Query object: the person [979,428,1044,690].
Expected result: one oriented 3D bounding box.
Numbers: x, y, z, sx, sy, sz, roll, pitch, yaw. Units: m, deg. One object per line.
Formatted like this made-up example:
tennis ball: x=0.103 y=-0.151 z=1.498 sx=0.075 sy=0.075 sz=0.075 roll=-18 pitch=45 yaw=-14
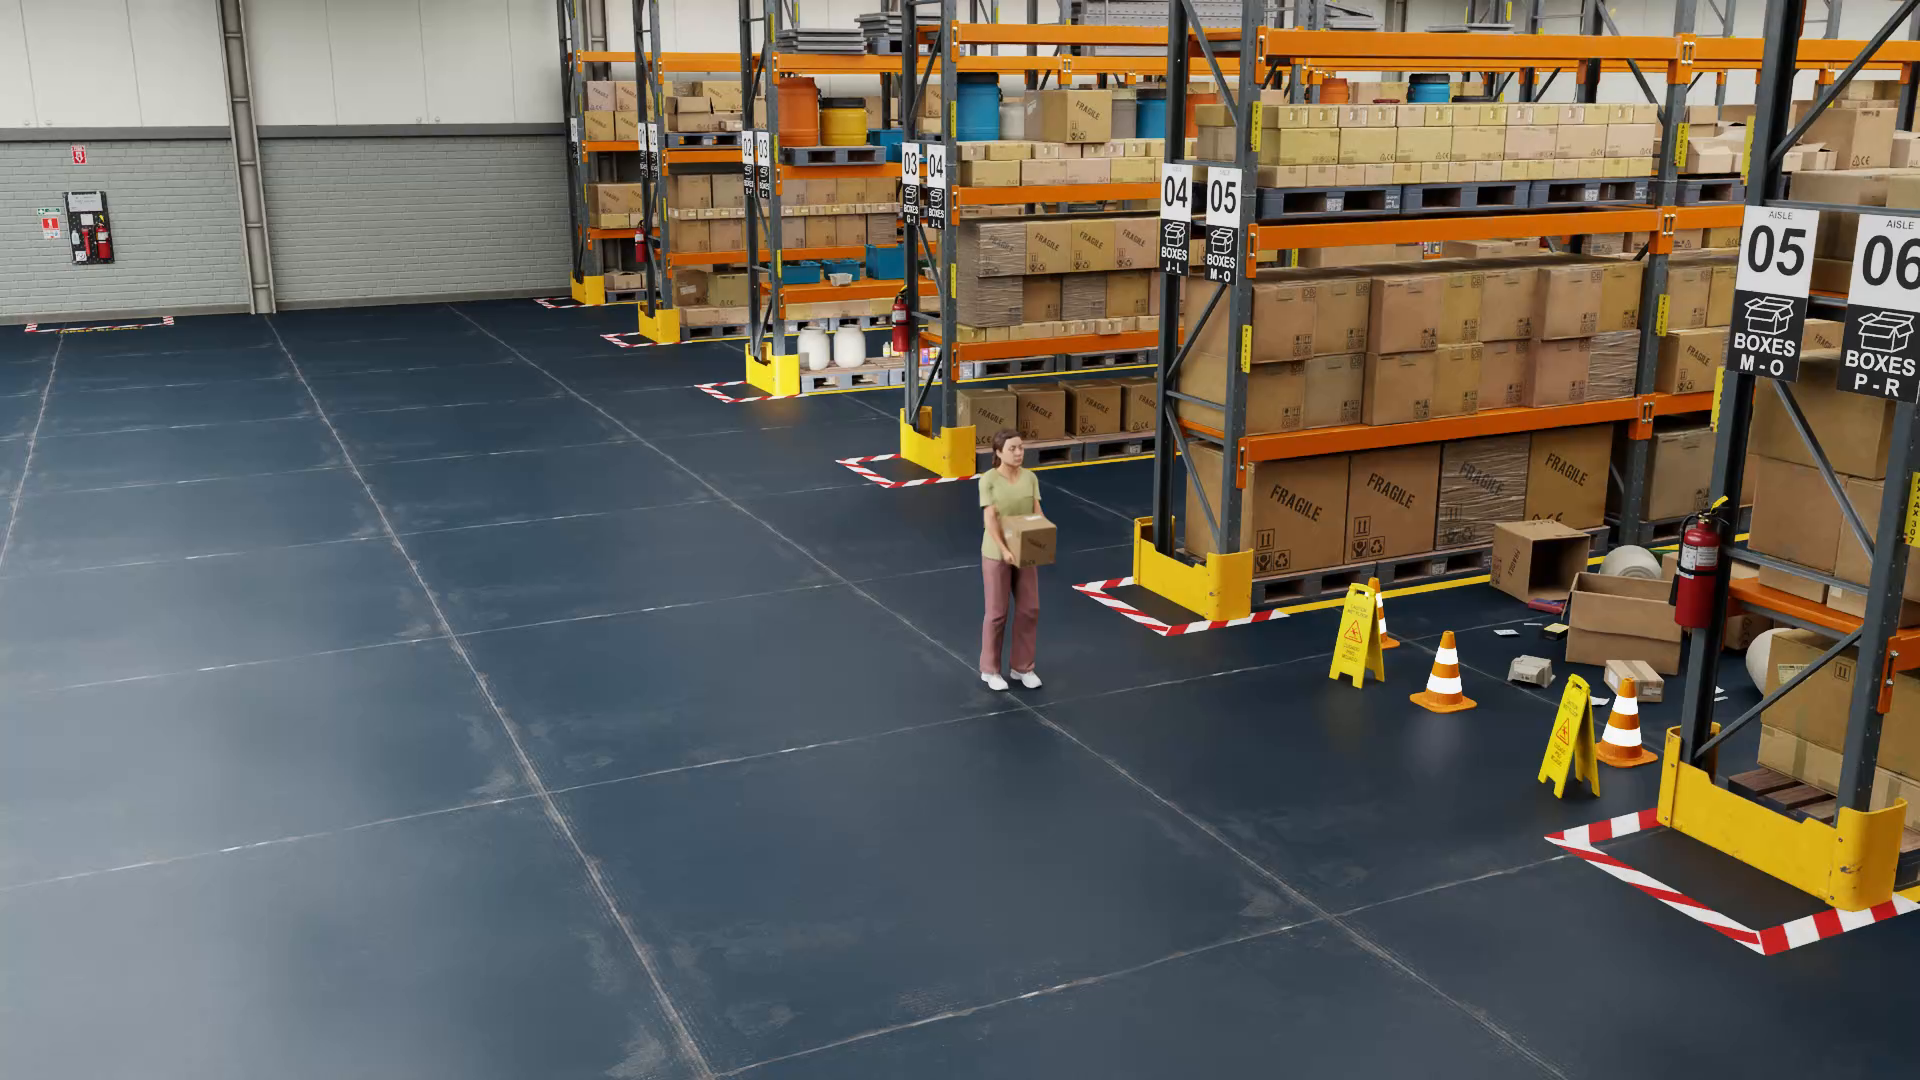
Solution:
person: x=0.348 y=0.159 z=10.572 sx=0.426 sy=1.611 sz=0.530 roll=-7 pitch=17 yaw=-24
